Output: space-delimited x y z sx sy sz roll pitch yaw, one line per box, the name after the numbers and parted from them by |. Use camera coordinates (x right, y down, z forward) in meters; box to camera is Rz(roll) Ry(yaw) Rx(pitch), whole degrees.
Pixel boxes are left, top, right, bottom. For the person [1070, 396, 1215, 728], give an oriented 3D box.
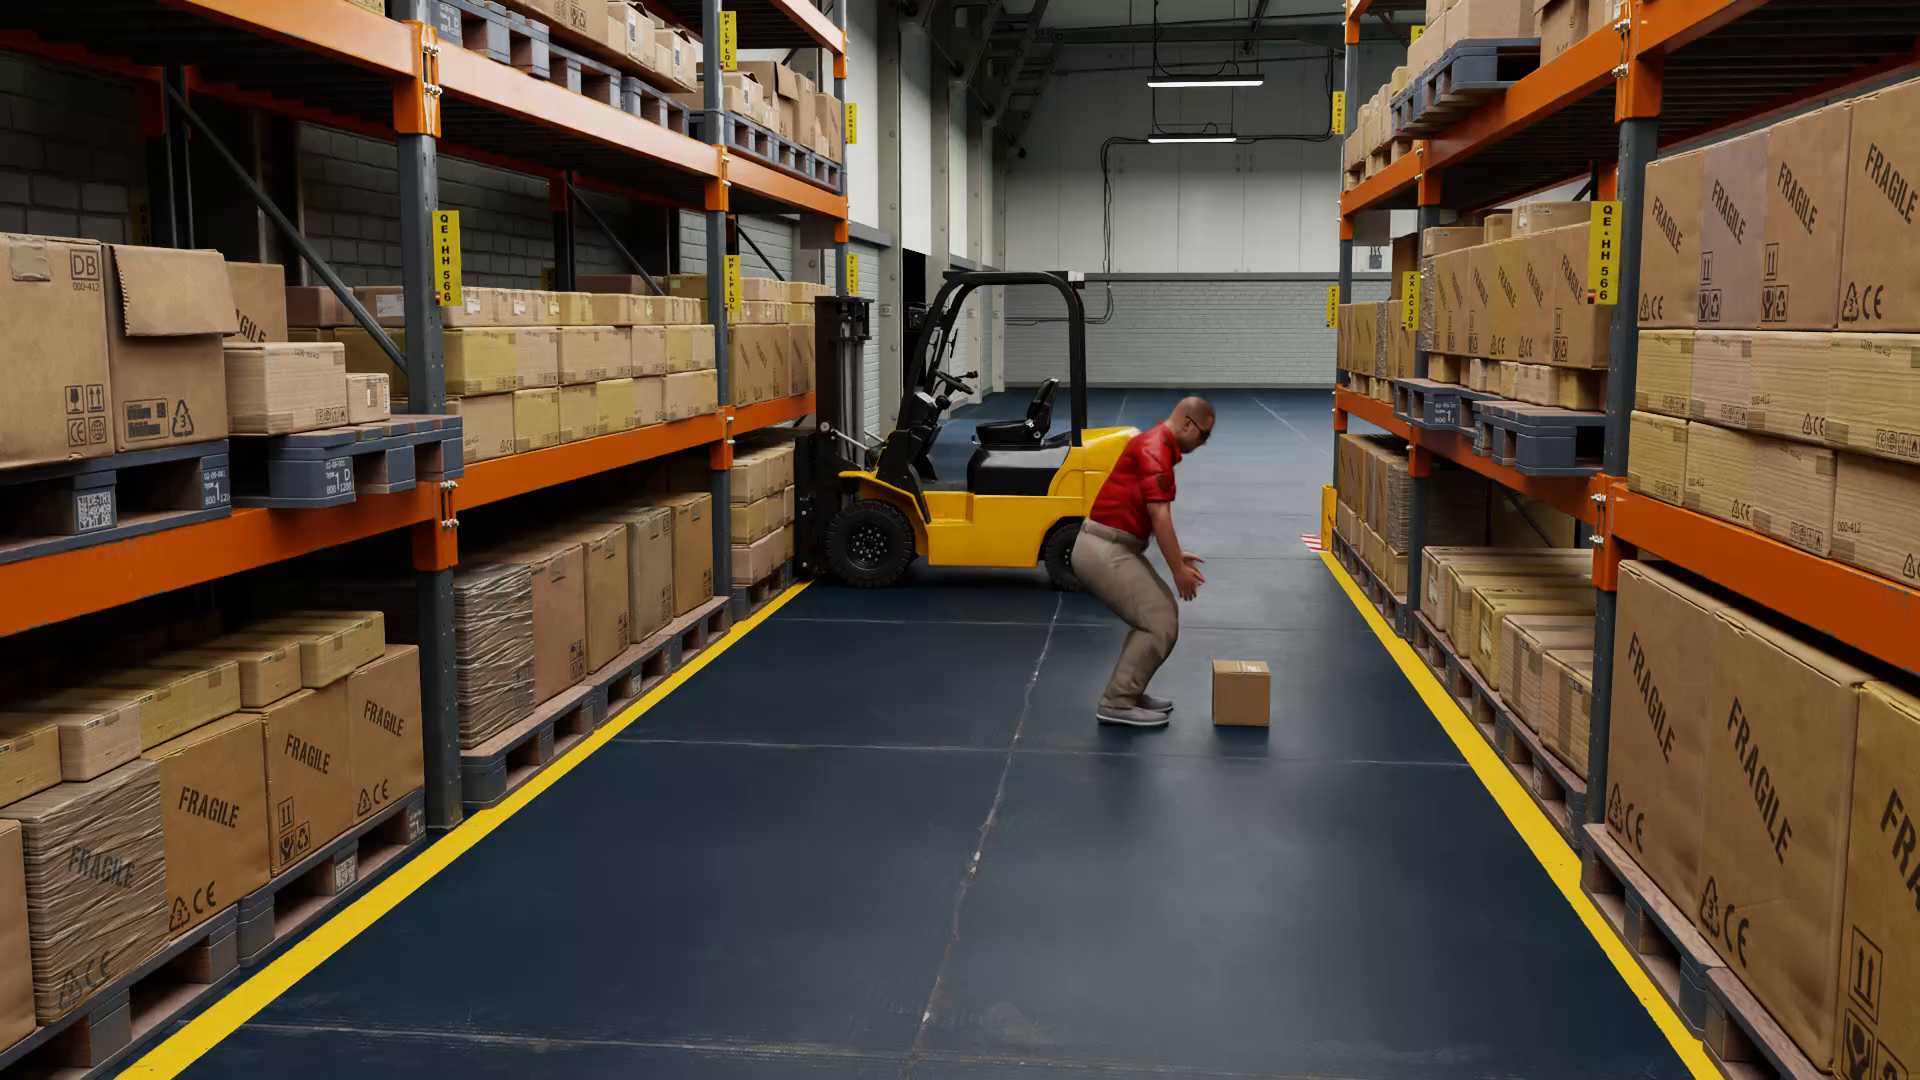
0.837 0.084 7.661 0.644 1.494 0.587 1 8 7 | person
